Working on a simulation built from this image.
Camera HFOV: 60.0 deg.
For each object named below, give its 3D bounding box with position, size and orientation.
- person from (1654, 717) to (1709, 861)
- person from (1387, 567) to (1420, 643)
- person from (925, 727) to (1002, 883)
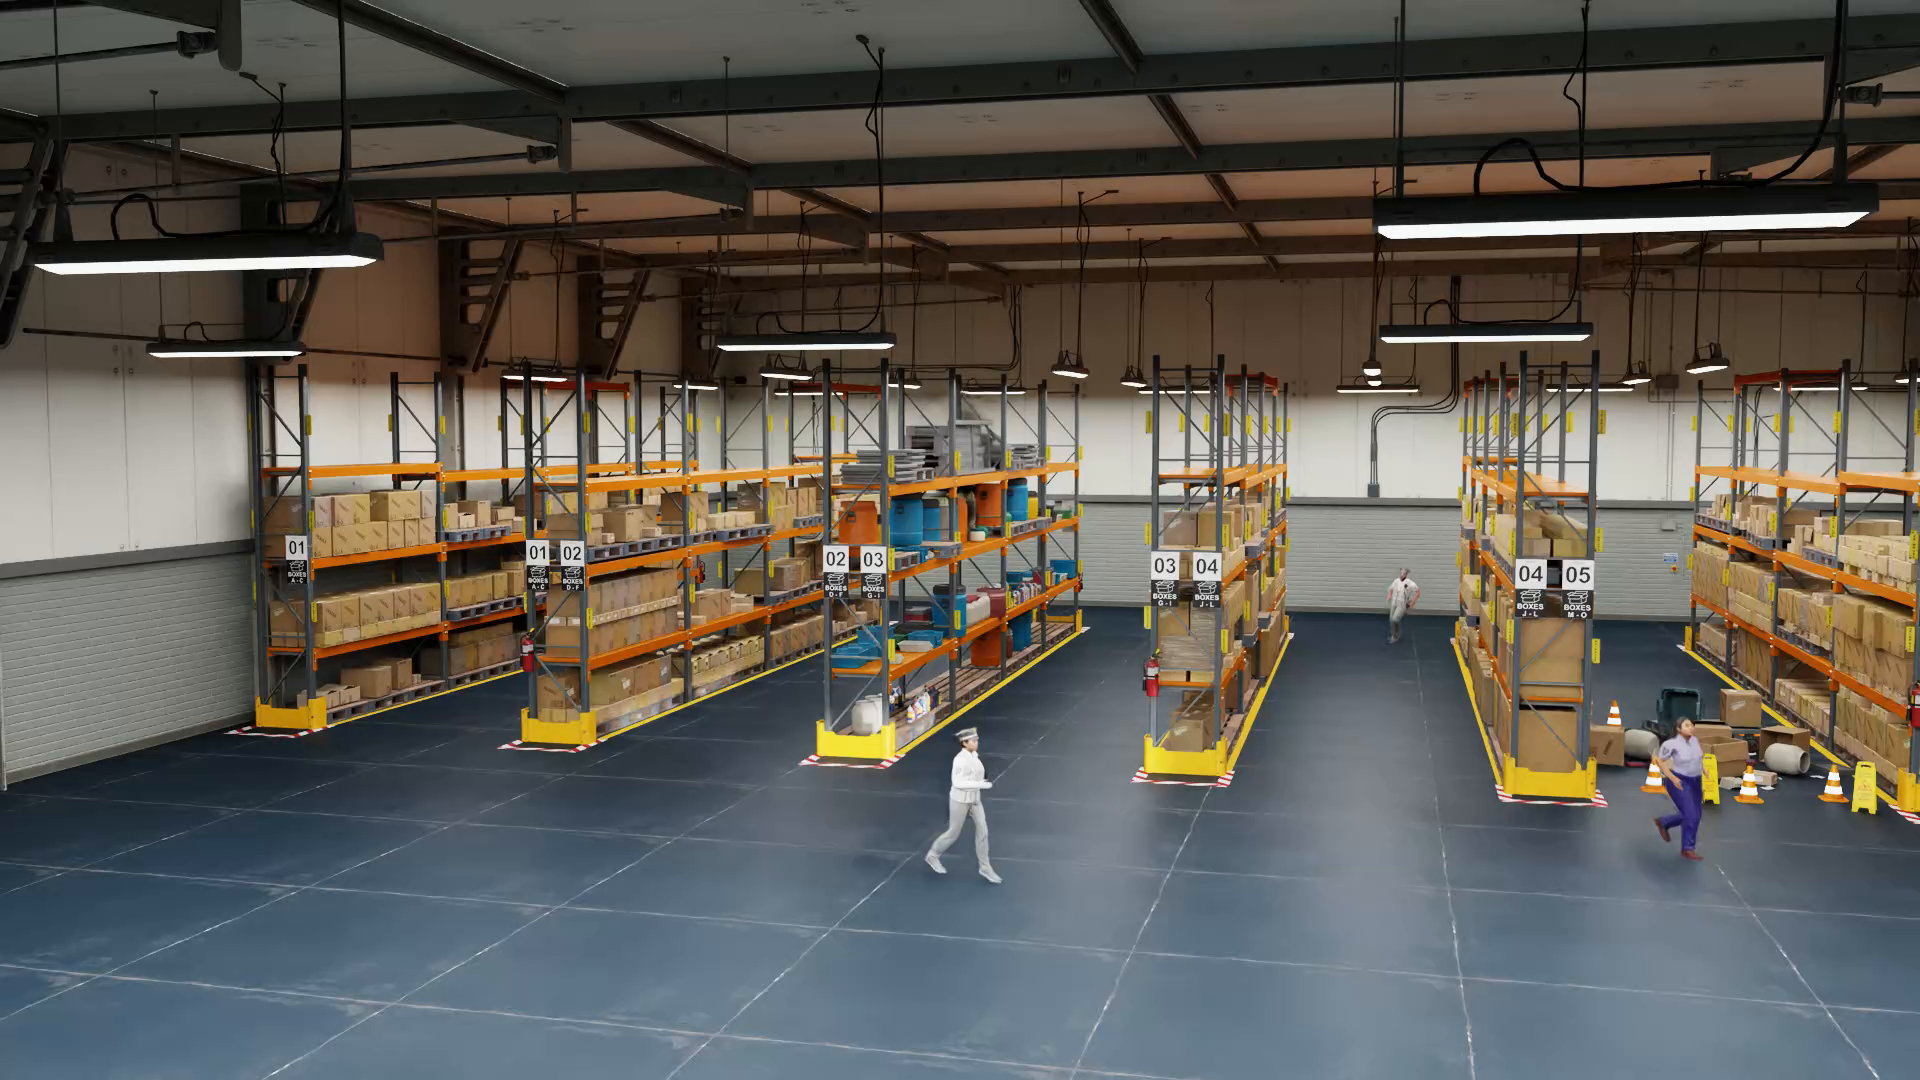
[{"bbox_3d":[8.418,2.868,19.406,0.602,1.638,0.692,-2,4,-27],"label":"person"},{"bbox_3d":[10.146,1.512,38.282,0.664,1.786,0.736,-4,5,-42],"label":"person"},{"bbox_3d":[0.032,2.888,18.287,0.896,1.707,0.574,2,5,31],"label":"person"}]
